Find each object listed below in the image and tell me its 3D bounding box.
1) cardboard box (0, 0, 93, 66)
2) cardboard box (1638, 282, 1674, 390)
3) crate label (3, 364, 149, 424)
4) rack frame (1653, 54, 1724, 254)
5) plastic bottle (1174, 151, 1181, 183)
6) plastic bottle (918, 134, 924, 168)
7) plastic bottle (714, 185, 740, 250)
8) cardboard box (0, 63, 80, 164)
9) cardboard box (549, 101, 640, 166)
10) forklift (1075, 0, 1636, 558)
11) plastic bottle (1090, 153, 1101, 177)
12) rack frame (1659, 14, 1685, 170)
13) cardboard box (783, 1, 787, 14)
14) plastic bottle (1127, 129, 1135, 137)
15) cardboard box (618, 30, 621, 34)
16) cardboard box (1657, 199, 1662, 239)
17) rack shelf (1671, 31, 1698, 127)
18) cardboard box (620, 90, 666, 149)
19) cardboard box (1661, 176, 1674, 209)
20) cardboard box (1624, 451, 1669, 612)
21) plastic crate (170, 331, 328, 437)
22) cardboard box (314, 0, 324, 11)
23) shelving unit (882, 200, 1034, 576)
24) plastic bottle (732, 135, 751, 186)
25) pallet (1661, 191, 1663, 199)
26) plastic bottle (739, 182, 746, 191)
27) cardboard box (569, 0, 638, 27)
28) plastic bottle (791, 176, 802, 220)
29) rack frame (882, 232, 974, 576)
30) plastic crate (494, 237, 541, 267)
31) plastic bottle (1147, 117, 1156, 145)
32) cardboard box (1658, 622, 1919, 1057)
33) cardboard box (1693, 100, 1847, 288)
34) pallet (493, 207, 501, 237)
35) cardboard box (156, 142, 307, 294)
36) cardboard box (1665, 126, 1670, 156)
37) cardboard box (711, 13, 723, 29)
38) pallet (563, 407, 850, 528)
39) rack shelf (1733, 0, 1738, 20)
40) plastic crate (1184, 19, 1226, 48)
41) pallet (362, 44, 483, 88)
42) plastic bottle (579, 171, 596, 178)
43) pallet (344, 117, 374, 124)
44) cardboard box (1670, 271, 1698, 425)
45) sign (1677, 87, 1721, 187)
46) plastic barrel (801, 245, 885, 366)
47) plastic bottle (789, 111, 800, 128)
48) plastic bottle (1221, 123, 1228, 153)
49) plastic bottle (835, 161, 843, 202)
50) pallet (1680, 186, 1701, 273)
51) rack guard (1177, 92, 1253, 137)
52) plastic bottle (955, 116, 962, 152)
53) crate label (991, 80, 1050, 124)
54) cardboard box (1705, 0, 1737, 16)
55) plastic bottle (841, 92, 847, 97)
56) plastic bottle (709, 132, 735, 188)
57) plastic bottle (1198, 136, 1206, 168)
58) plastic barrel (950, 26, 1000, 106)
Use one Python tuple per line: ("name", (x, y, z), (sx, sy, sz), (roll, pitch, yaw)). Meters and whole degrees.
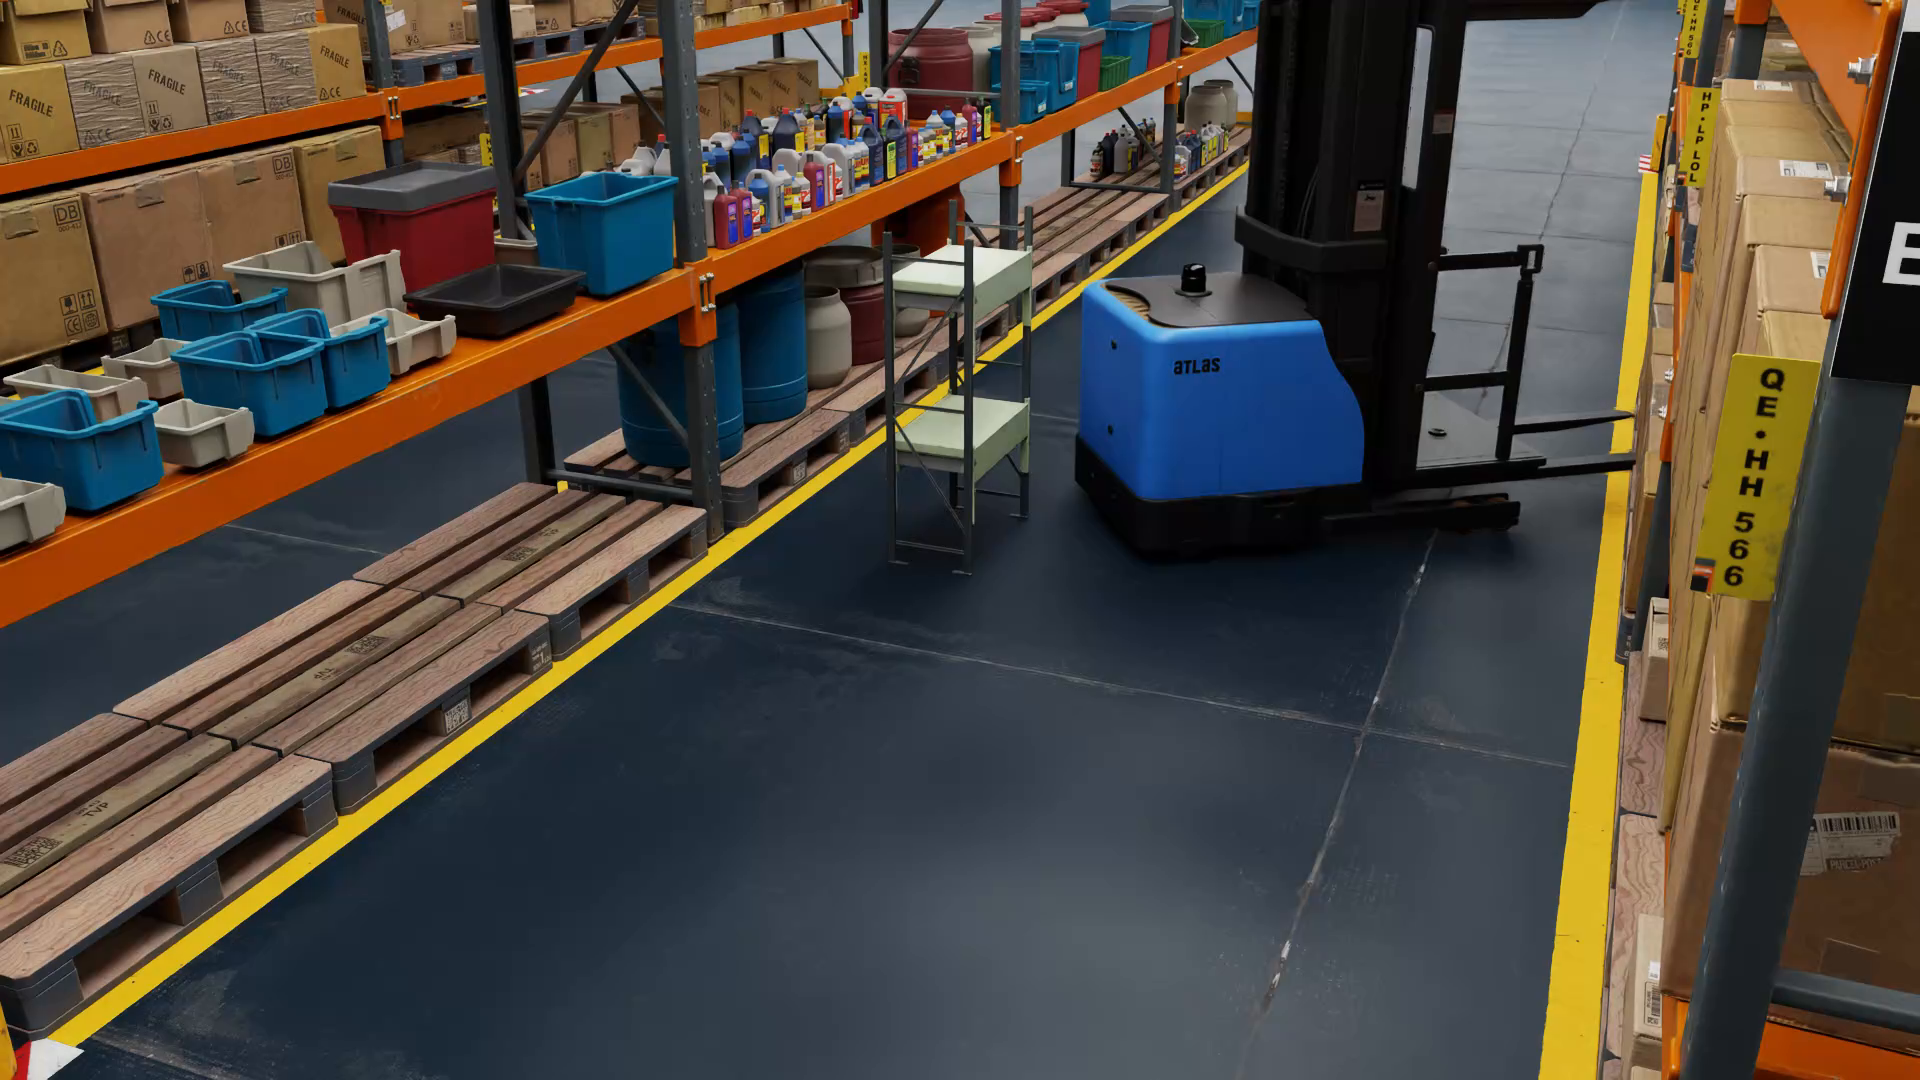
("cardboard box", (-5.692, -3.143, 9.952), (0.797, 0.503, 0.637), (9, 24, 21))
("cardboard box", (4.060, -1.100, 9.164), (0.500, 0.500, 0.500), (10, 25, 22))
("crate label", (-2.738, -0.449, 5.197), (0.396, 0.136, 0.243), (9, 24, 20))
("rack frame", (5.980, -3.604, 12.486), (1.000, 3.000, 0.127), (9, 24, 20))
("plastic bottle", (1.908, -3.310, 14.751), (0.097, 0.271, 0.097), (0, 23, 0))
("plastic bottle", (-0.256, -2.220, 9.431), (0.097, 0.201, 0.097), (0, 23, 0))
("plastic bottle", (-1.057, -1.468, 7.524), (0.061, 0.283, 0.133), (9, 24, 20))
("cardboard box", (-5.599, -2.516, 9.751), (0.500, 0.500, 0.500), (9, 24, 20))
("cardboard box", (-3.464, -3.856, 15.763), (0.700, 0.500, 0.500), (7, 24, 16))
("forklift", (2.145, -1.561, 7.685), (3.031, 2.935, 1.130), (-5, 23, -13))
("plastic bottle", (1.228, -3.401, 15.059), (0.097, 0.201, 0.097), (0, 23, 0))
("rack frame", (7.466, -5.035, 15.913), (1.000, 3.000, 0.127), (9, 24, 20))
("cardboard box", (-2.093, -5.758, 17.968), (0.380, 0.149, 0.250), (9, 24, 20))
("plastic bottle", (1.609, -3.774, 15.857), (0.152, 0.276, 0.135), (9, 24, 21))
("cardboard box", (-3.409, -5.026, 16.218), (0.380, 0.149, 0.250), (9, 24, 20))
("cardboard box", (5.600, -2.420, 12.674), (0.500, 0.250, 0.500), (8, 24, 19))
("rack shelf", (6.723, -3.988, 14.338), (1.077, 0.370, 4.000), (9, 24, 20))
("cardboard box", (-3.030, -4.201, 16.614), (0.500, 0.500, 0.500), (8, 24, 18))
("cardboard box", (5.405, -2.497, 12.131), (0.500, 0.311, 0.500), (8, 24, 19))
("cardboard box", (2.926, -0.008, 6.550), (0.500, 0.500, 0.500), (9, 24, 20))
("plastic crate", (-2.188, -0.483, 5.154), (0.416, 0.233, 0.300), (9, 24, 20))
("cardboard box", (-7.474, -6.173, 18.441), (0.875, 0.550, 0.550), (9, 24, 20))
("shelving unit", (0.002, -0.694, 7.467), (0.431, 1.500, 0.755), (9, 24, 20))
("plastic bottle", (-1.161, -2.011, 8.839), (0.097, 0.271, 0.097), (0, 23, 0))
("pallet", (6.766, -3.034, 14.739), (1.003, 0.211, 1.213), (9, 24, 20))
("plastic bottle", (-1.050, -1.613, 7.978), (0.097, 0.201, 0.097), (0, 23, 0))
("cardboard box", (-3.641, -5.230, 15.055), (1.000, 1.000, 1.000), (9, 24, 20))
("plastic bottle", (-0.823, -1.674, 8.124), (0.097, 0.201, 0.097), (0, 23, 0))
("rack frame", (-0.133, -0.563, 7.153), (0.400, 1.500, 0.023), (9, 24, 20))
("plastic crate", (-1.895, -1.211, 7.023), (0.396, 0.136, 0.243), (9, 24, 20))
("plastic bottle", (1.906, -4.086, 16.608), (0.097, 0.271, 0.097), (0, 23, 0))
("cardboard box", (1.436, 0.445, 2.663), (0.500, 0.500, 0.500), (10, 25, 22))
("cardboard box", (2.381, -0.935, 4.671), (0.500, 0.500, 0.500), (8, 24, 18))
("pallet", (-4.410, -2.585, 13.664), (1.003, 0.211, 1.213), (9, 24, 20))
("cardboard box", (-5.316, -2.243, 11.441), (1.225, 0.875, 0.875), (9, 24, 20))
("cardboard box", (7.060, -3.800, 15.979), (0.500, 0.250, 0.500), (9, 24, 20))
("cardboard box", (-2.601, -5.213, 16.665), (0.380, 0.149, 0.250), (9, 24, 20))
("pallet", (-1.264, -0.435, 8.517), (1.003, 0.211, 1.213), (9, 24, 20))
("rack shelf", (3.751, -2.509, 6.906), (1.077, 0.370, 4.000), (9, 24, 20))
("plastic crate", (2.149, -4.662, 15.294), (0.450, 0.188, 0.662), (9, 24, 20))
("pallet", (-4.536, -3.774, 13.142), (1.213, 0.211, 1.003), (9, 24, 20))
("plastic bottle", (-1.743, -1.582, 7.805), (0.152, 0.276, 0.135), (9, 24, 20))
("pallet", (-7.428, -4.744, 18.833), (1.003, 0.211, 1.213), (9, 24, 20))
("cardboard box", (2.566, -0.644, 5.270), (0.500, 0.500, 0.500), (9, 24, 21))
("sign", (2.492, -1.353, 5.596), (0.100, 0.325, 0.005), (9, 24, 20))
("plastic barrel", (-0.689, -1.382, 9.751), (0.600, 0.588, 0.708), (9, 24, 20))
("plastic bottle", (-0.976, -2.347, 9.643), (0.097, 0.271, 0.097), (0, 23, 0))
("plastic bottle", (2.567, -3.931, 16.222), (0.061, 0.283, 0.133), (9, 24, 21))
("plastic bottle", (-0.651, -1.840, 8.521), (0.097, 0.201, 0.097), (0, 23, 0))
("pallet", (3.776, -1.387, 7.428), (1.003, 0.211, 1.213), (9, 24, 20))
("rack guard", (2.884, -4.558, 18.014), (1.175, 0.500, 0.348), (9, 24, 20))
("plastic bottle", (-0.039, -2.429, 9.932), (0.097, 0.201, 0.097), (0, 23, 0))
("crate label", (0.401, -2.903, 11.025), (0.303, 0.233, 0.416), (9, 24, 20))
("cardboard box", (5.882, -4.077, 12.648), (0.380, 0.149, 0.250), (9, 24, 20))
("plastic bottle", (-0.729, -2.609, 10.257), (0.061, 0.283, 0.133), (9, 24, 20))
("plastic bottle", (-1.284, -2.024, 8.864), (0.152, 0.276, 0.135), (9, 24, 20))
("plastic bottle", (2.238, -3.614, 15.464), (0.061, 0.283, 0.133), (10, 25, 22))
("plastic barrel", (0.081, -3.333, 11.693), (0.421, 0.512, 0.421), (0, 23, 0))
